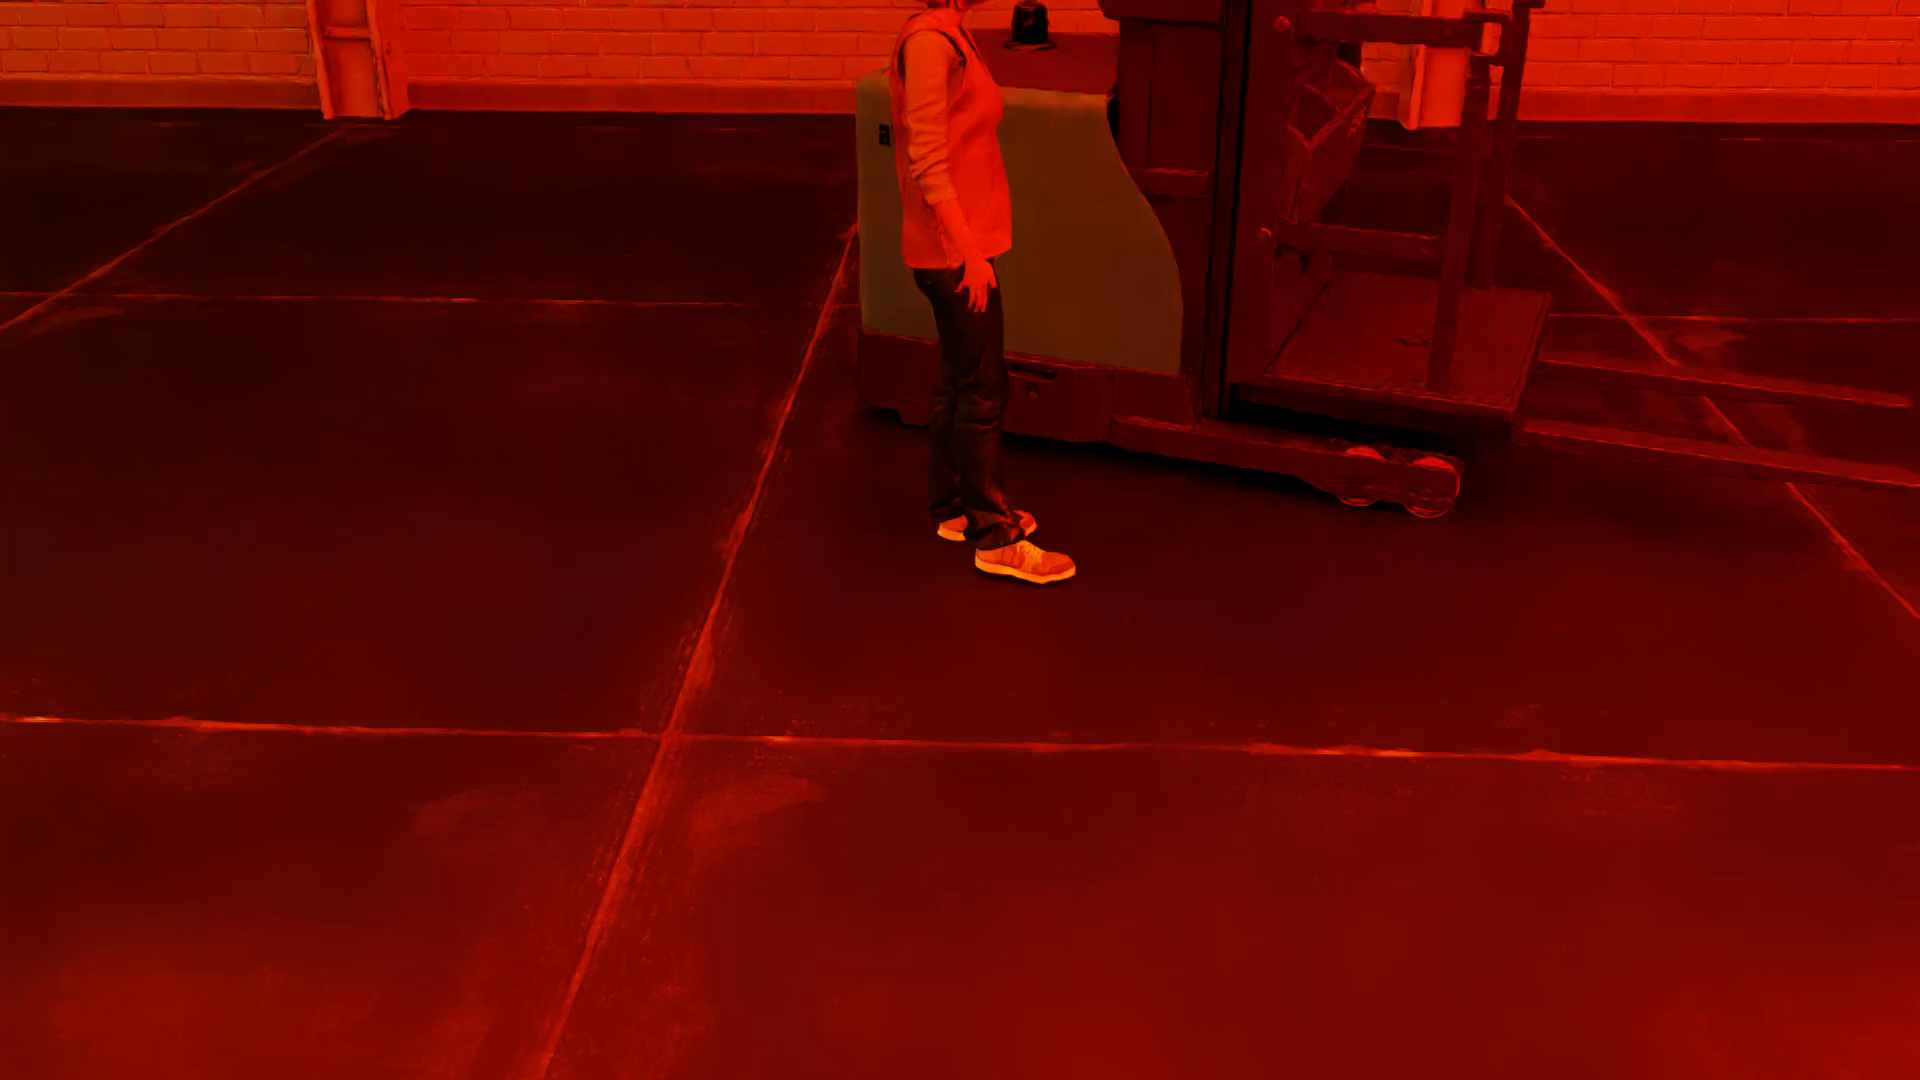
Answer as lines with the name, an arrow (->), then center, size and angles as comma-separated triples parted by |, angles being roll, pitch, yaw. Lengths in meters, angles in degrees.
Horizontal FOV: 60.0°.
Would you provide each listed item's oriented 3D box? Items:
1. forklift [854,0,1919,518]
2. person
forklift -> 1.243, -1.642, 4.538 | 3.031, 2.935, 1.130 | 10, 28, 20
person -> 0.074, -0.715, 4.150 | 0.474, 1.597, 0.520 | 1, 26, 2
